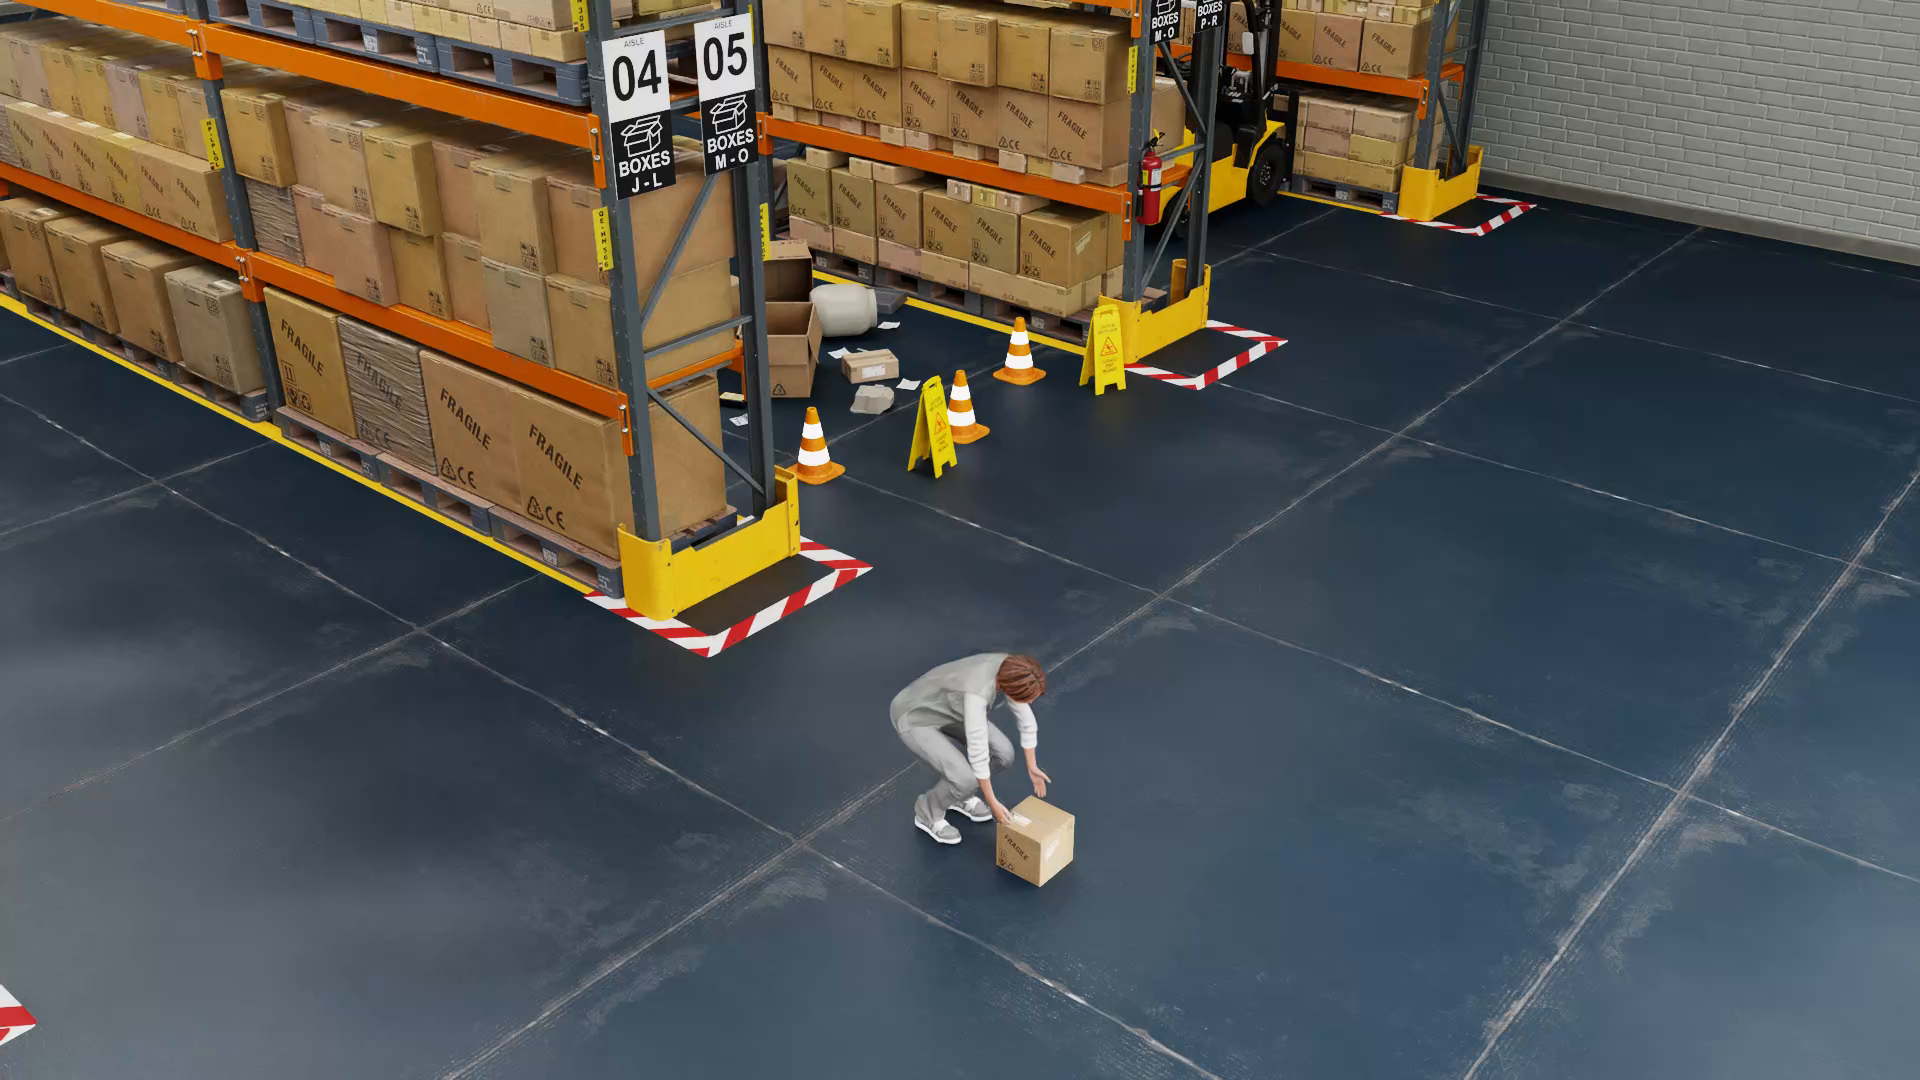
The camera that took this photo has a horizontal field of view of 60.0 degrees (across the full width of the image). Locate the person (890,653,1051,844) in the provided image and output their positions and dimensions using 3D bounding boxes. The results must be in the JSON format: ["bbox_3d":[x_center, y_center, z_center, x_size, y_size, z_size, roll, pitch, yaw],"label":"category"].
[{"bbox_3d":[0.047,0.895,7.562,0.769,1.010,0.457,21,34,34],"label":"person"}]
